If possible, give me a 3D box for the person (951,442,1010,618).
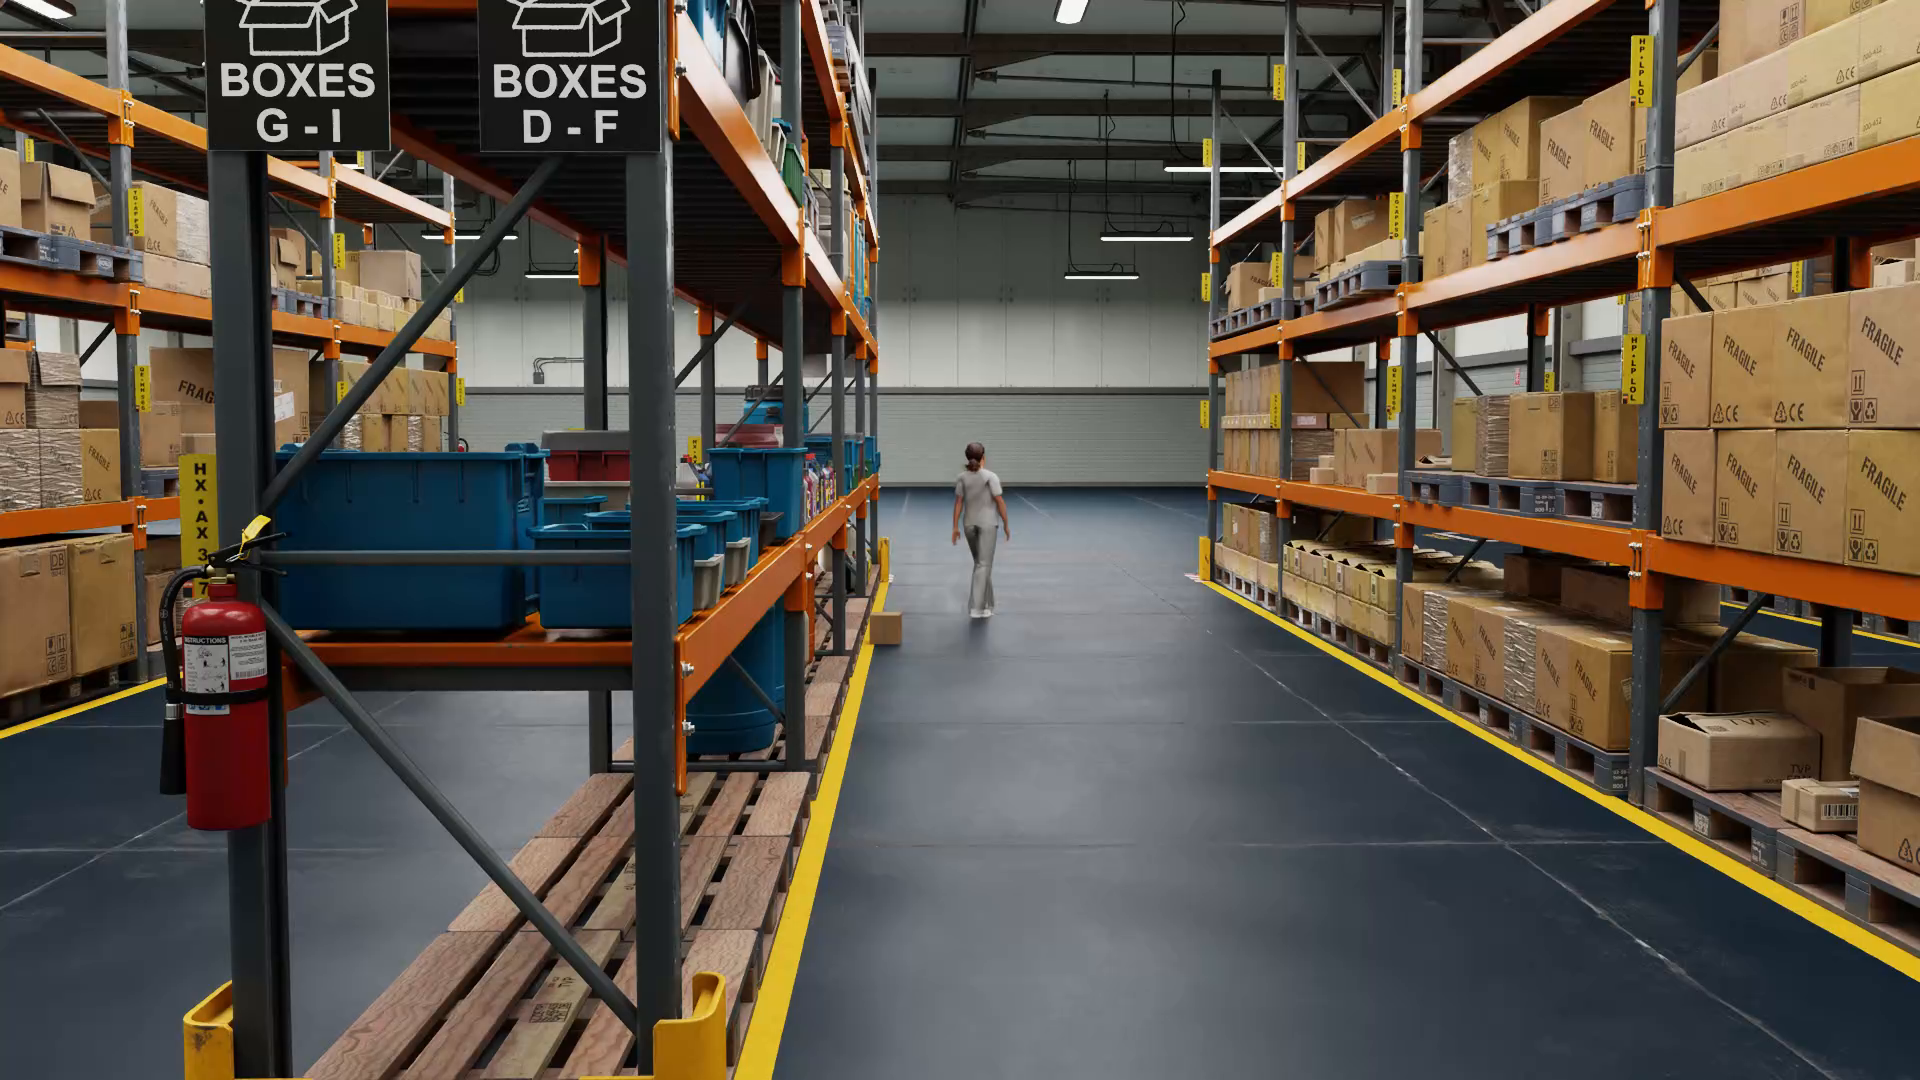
[{"bbox_3d":[0.209,-0.064,15.760,0.501,1.709,0.690,2,4,28],"label":"person"}]
